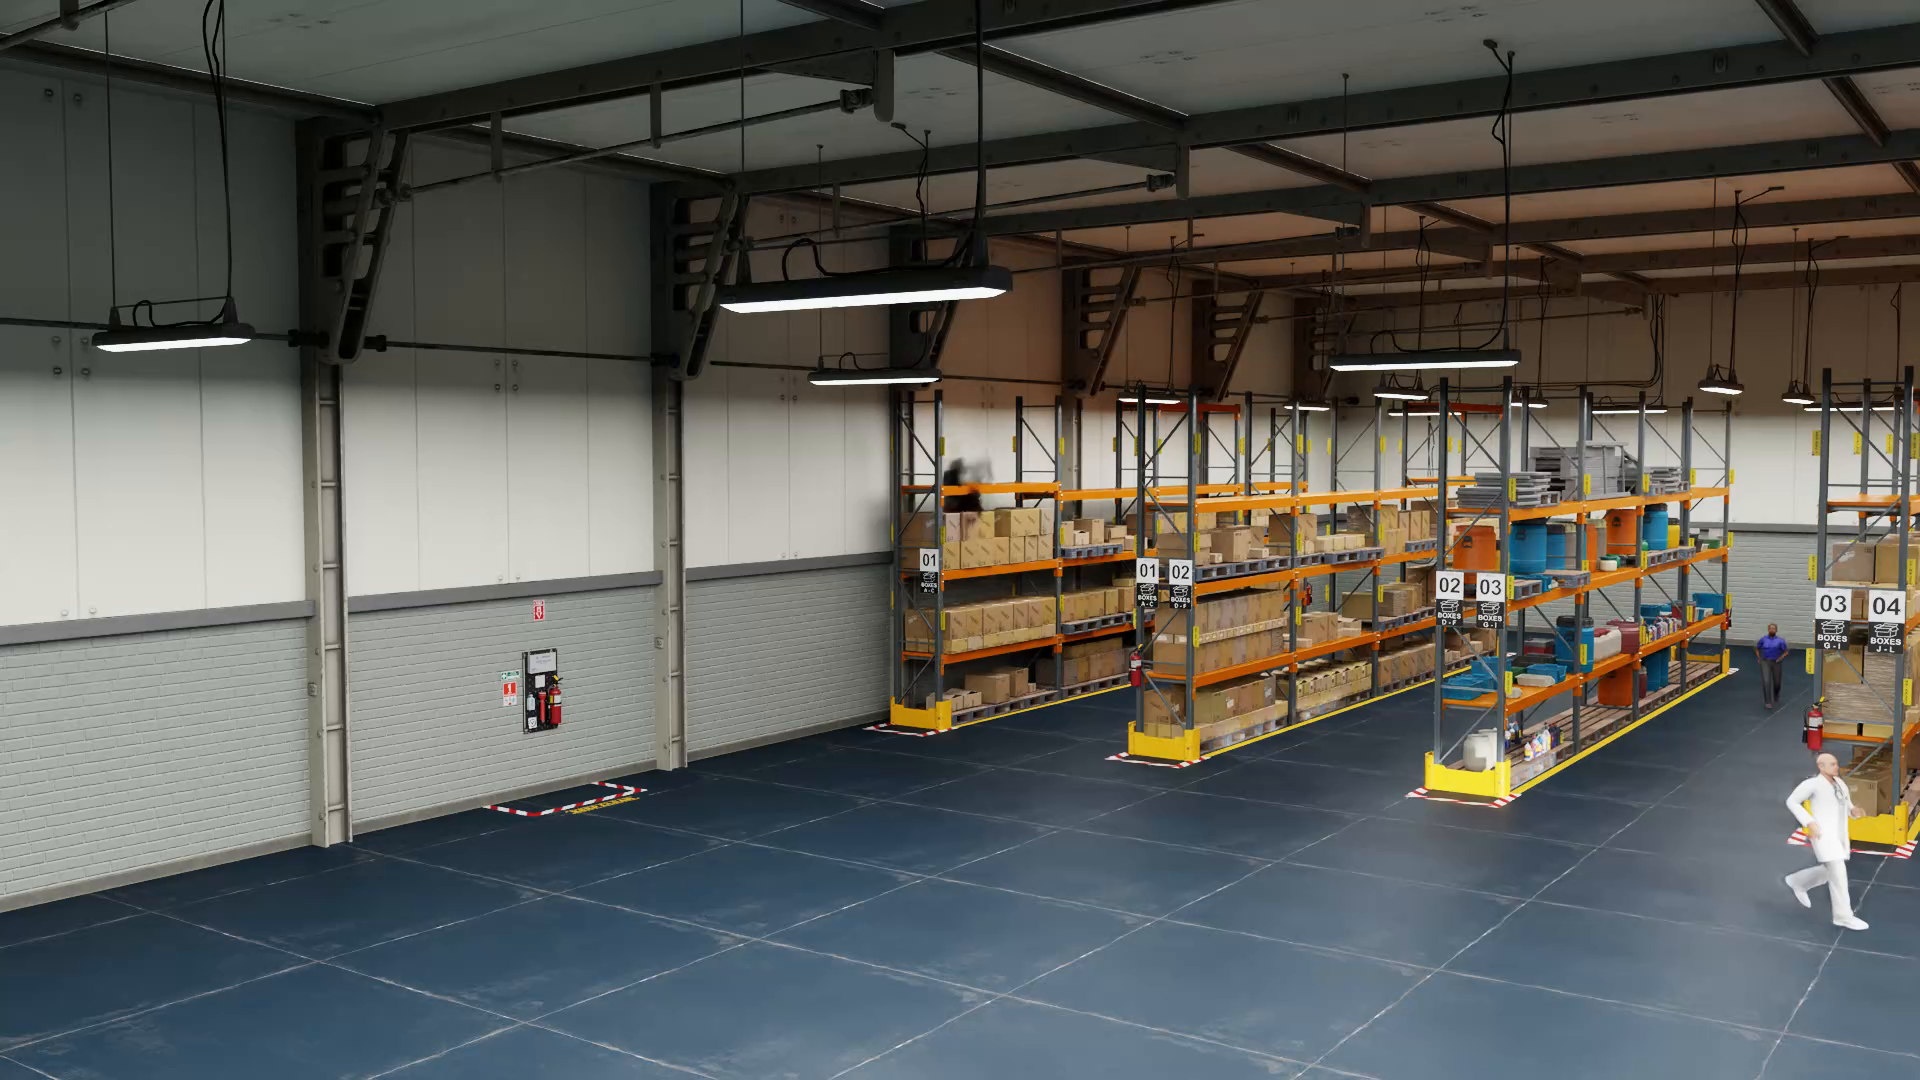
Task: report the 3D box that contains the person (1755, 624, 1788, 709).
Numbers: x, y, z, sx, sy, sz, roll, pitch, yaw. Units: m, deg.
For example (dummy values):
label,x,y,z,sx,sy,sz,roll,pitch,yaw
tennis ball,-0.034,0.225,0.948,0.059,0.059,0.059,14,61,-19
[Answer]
label,x,y,z,sx,sy,sz,roll,pitch,yaw
person,15.543,2.402,31.881,0.580,1.607,0.687,2,4,28

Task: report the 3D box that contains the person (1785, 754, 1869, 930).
label,x,y,z,sx,sy,sz,roll,pitch,yaw
person,9.109,3.121,17.483,0.714,1.754,1.027,-2,4,-27
